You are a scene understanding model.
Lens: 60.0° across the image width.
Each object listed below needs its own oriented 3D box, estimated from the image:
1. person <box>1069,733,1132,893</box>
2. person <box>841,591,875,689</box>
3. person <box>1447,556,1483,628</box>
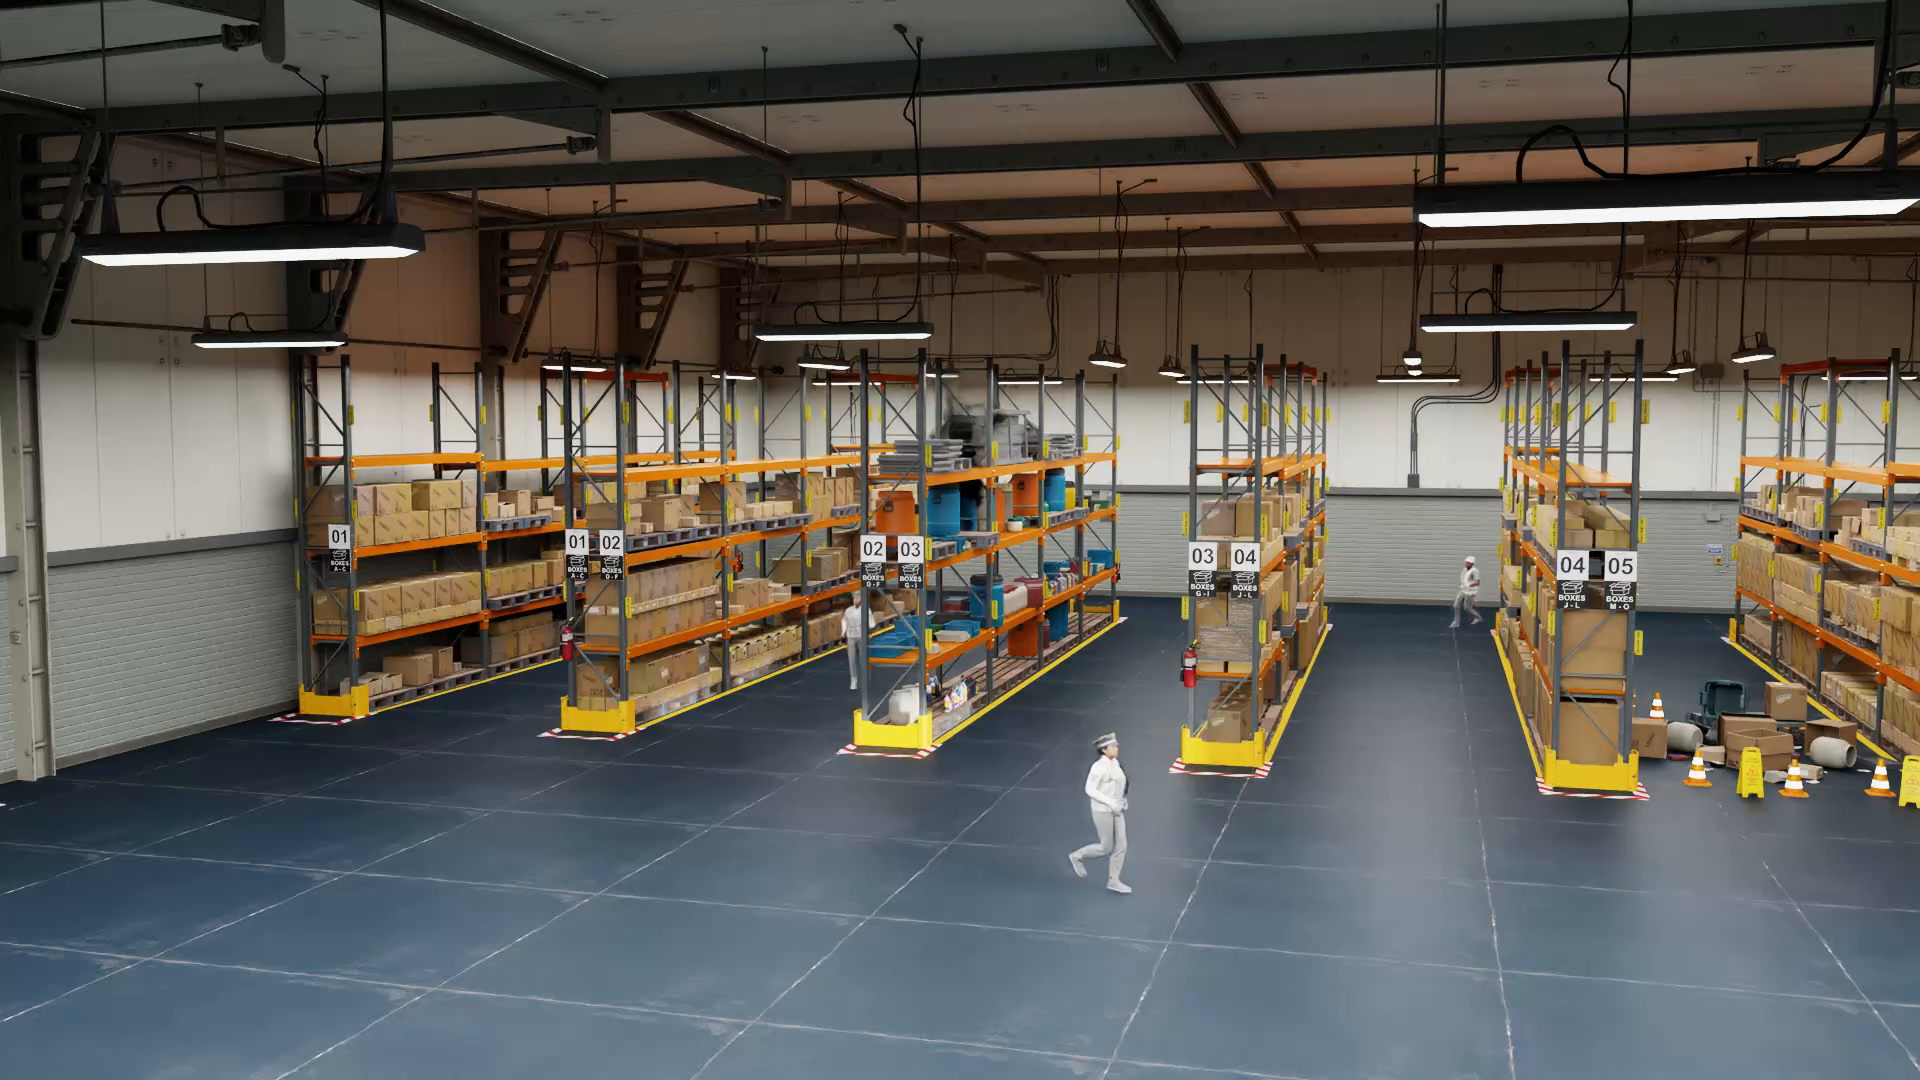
[{"bbox_3d":[1.533,2.850,17.556,0.680,1.670,0.611,3,5,34],"label":"person"},{"bbox_3d":[-1.783,1.715,28.819,0.626,1.677,0.746,1,4,8],"label":"person"},{"bbox_3d":[11.968,1.243,38.947,0.841,1.734,0.773,-1,4,-12],"label":"person"}]
